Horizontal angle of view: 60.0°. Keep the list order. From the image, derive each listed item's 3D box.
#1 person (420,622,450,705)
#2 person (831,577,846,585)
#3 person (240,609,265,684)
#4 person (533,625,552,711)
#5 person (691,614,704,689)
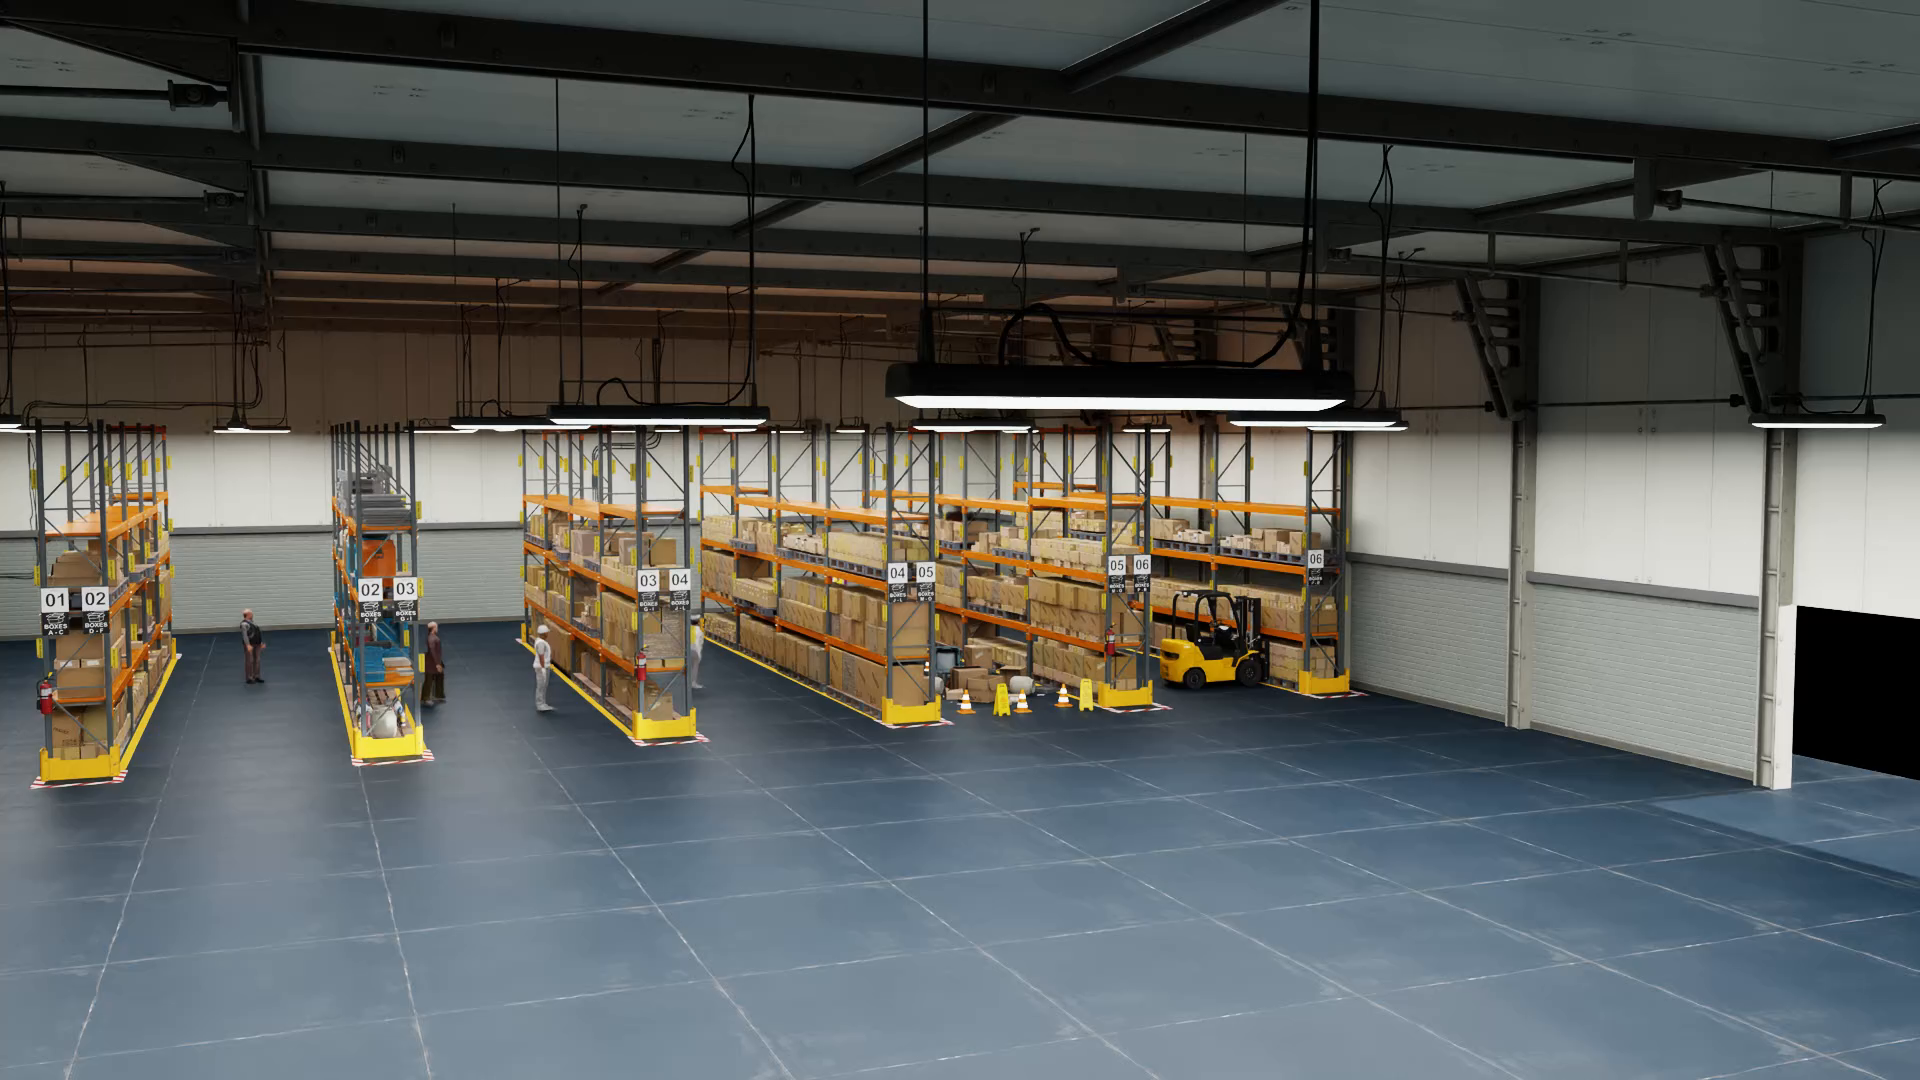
[{"bbox_3d":[-11.208,2.641,35.433,0.546,1.828,0.691,0,4,-5],"label":"person"},{"bbox_3d":[-3.765,1.666,50.921,0.645,1.767,0.520,1,4,11],"label":"person"},{"bbox_3d":[-16.431,2.473,38.650,0.490,1.745,0.575,1,4,17],"label":"person"},{"bbox_3d":[-8.697,2.659,34.662,0.374,1.789,0.602,0,4,-3],"label":"person"},{"bbox_3d":[-5.975,2.528,37.687,0.361,1.692,0.534,0,4,-4],"label":"person"}]
